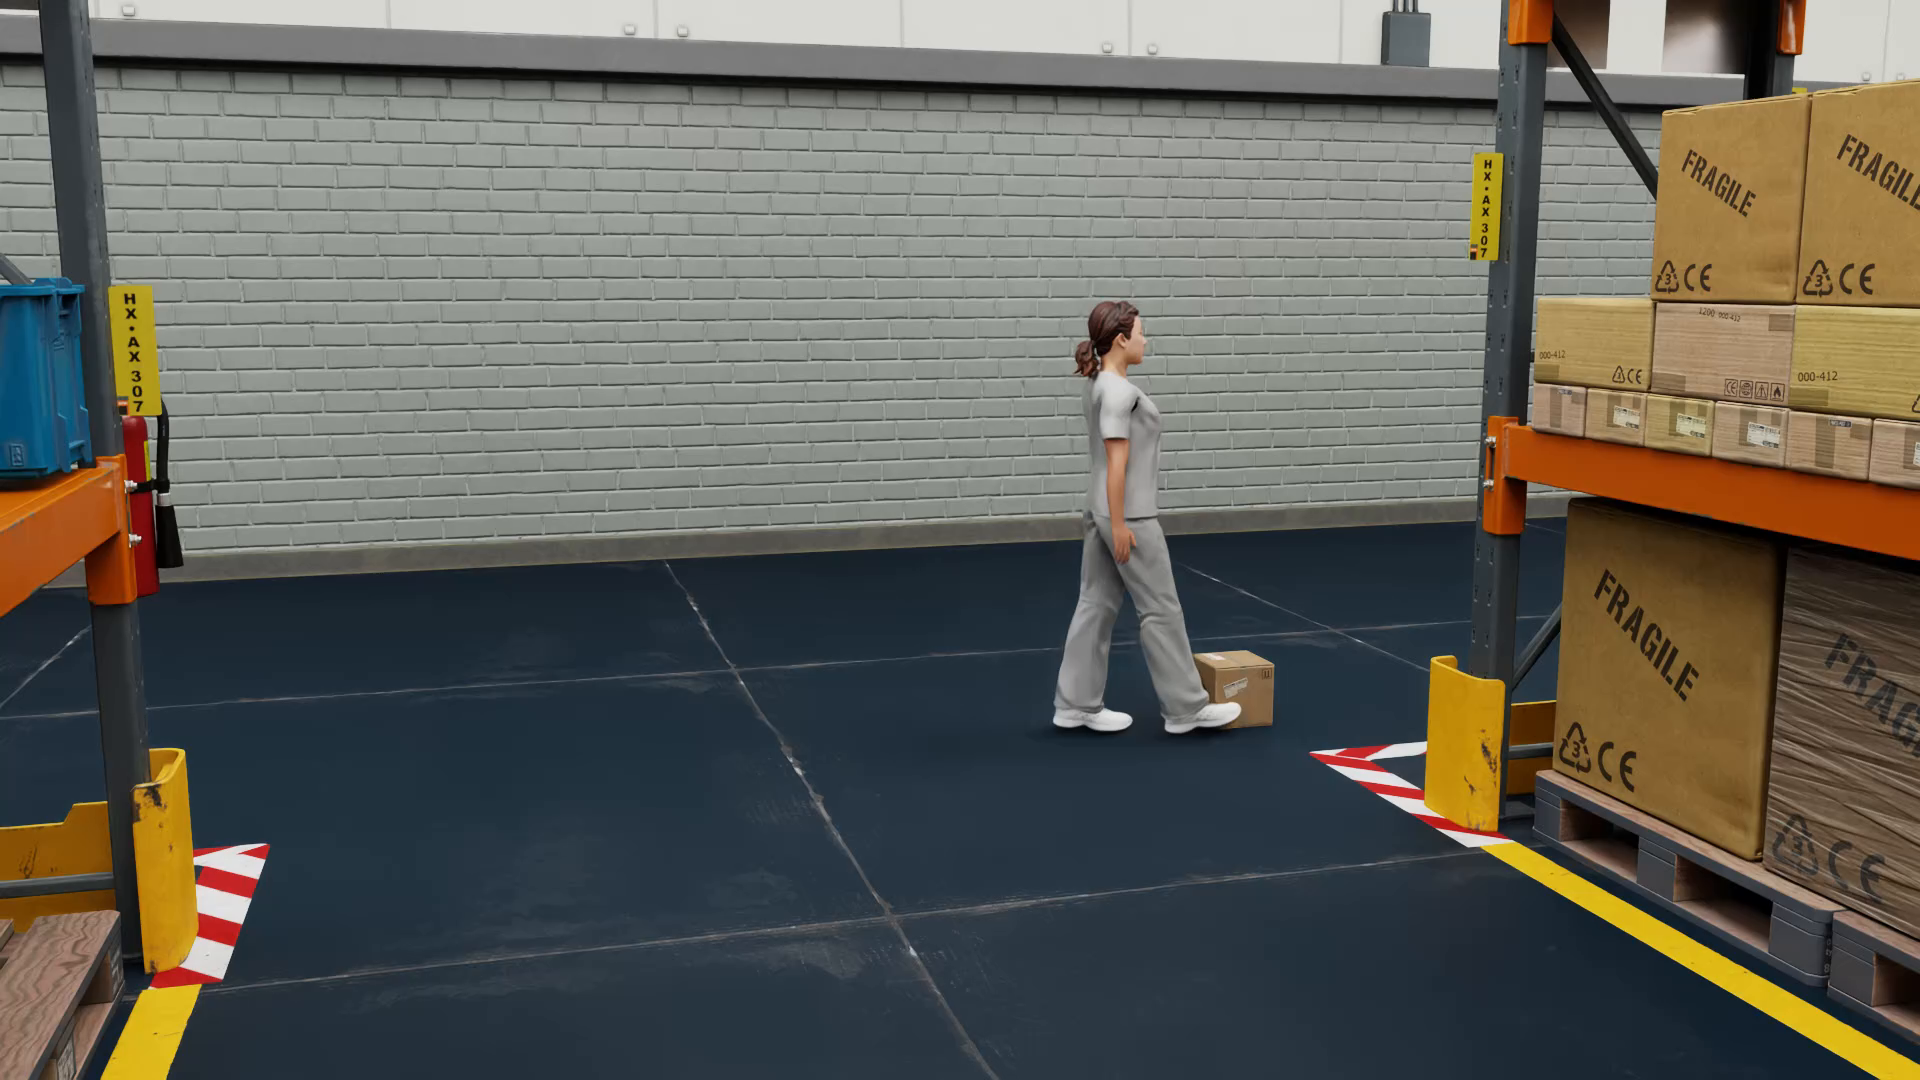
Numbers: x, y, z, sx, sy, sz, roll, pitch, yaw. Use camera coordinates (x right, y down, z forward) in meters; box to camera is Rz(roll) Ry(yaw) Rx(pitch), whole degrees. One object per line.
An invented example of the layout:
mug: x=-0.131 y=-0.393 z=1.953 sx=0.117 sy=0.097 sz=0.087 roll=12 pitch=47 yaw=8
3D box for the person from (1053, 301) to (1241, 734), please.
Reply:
person: x=0.721 y=-0.085 z=6.395 sx=0.716 sy=1.657 sz=0.453 roll=-1 pitch=9 yaw=-9
